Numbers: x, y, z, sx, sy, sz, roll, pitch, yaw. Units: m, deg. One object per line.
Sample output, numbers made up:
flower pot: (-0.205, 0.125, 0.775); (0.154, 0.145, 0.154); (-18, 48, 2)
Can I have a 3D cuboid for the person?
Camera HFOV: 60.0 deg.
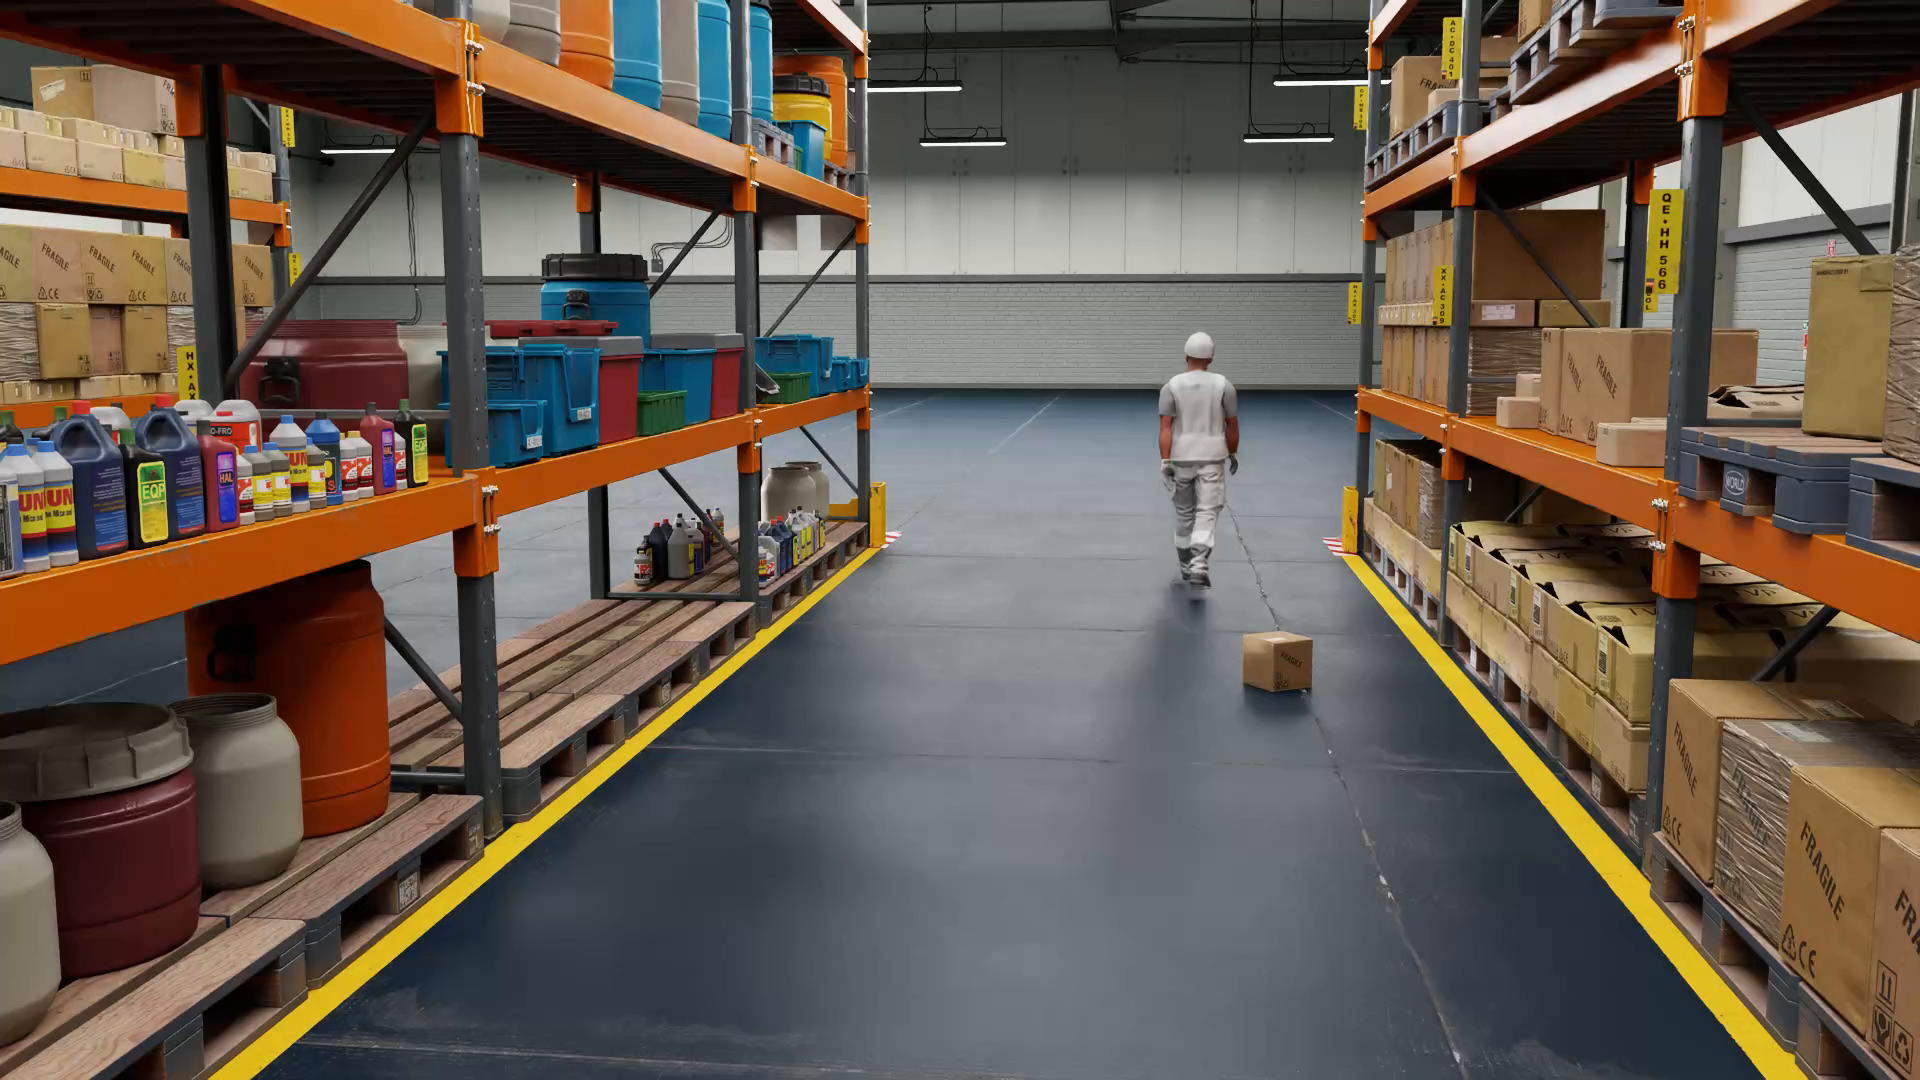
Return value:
person: (1.639, -0.545, 11.373); (0.527, 1.745, 1.048); (2, 8, 15)
